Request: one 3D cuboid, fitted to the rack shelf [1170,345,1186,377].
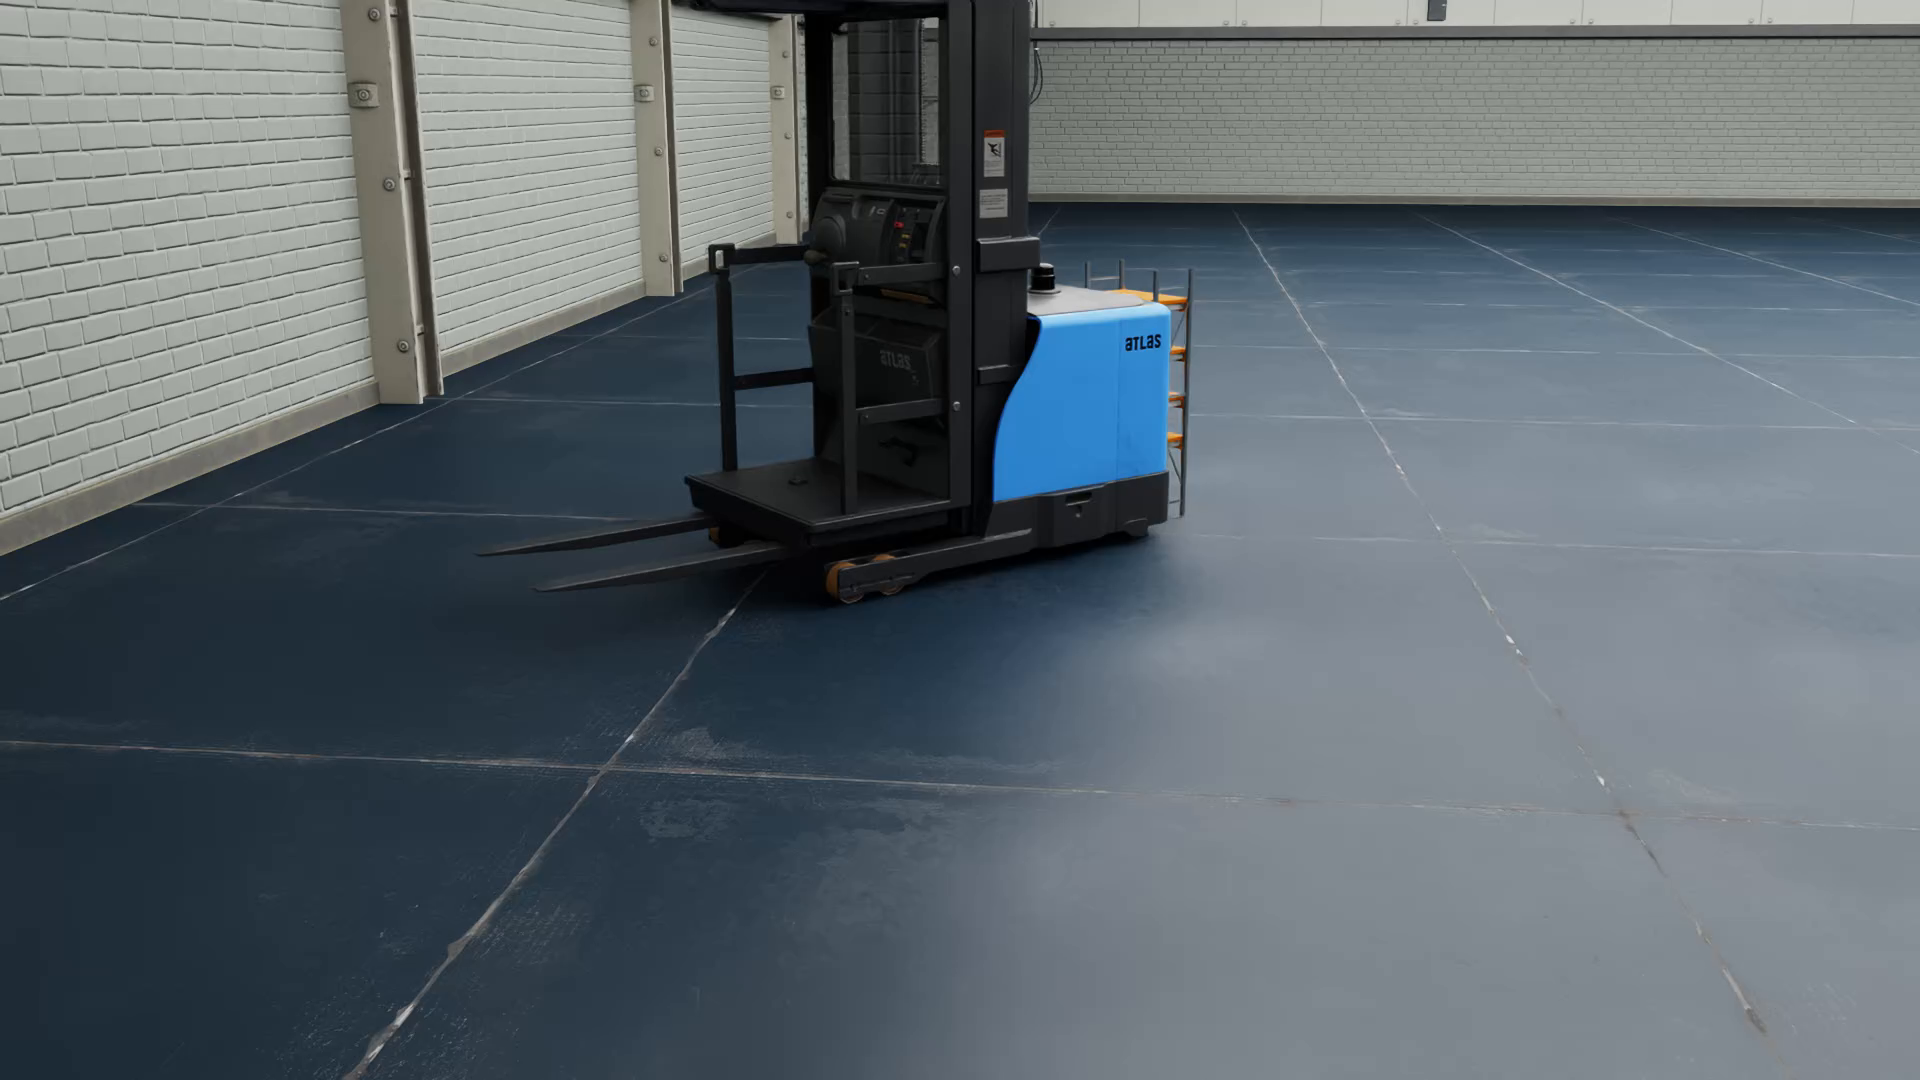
[{"bbox_3d":[0.848,-0.877,8.008,0.258,0.148,0.480,-11,18,-35],"label":"rack shelf"}]

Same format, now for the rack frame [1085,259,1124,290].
[{"bbox_3d":[0.704,-0.778,8.238,0.240,1.200,0.015,-11,18,-35],"label":"rack frame"}]

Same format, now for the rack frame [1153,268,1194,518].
[{"bbox_3d":[0.992,-0.675,7.858,0.240,1.200,0.015,-11,18,-35],"label":"rack frame"}]

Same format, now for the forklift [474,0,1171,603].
[{"bbox_3d":[-0.523,-1.315,6.911,3.031,2.935,1.130,-11,19,-35],"label":"forklift"}]

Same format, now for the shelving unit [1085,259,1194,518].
[{"bbox_3d":[0.848,-0.726,8.048,0.258,1.200,0.503,-11,18,-35],"label":"shelving unit"}]

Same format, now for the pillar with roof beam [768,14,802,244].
[{"bbox_3d":[1.932,-8.284,21.059,9.100,9.000,0.400,2,15,6],"label":"pillar with roof beam"}]

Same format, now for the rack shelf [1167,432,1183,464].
[{"bbox_3d":[0.847,-0.470,8.117,0.258,0.148,0.480,-11,18,-35],"label":"rack shelf"}]

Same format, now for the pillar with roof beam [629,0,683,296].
[{"bbox_3d":[1.255,-6.728,15.304,9.100,9.000,0.400,2,15,6],"label":"pillar with roof beam"}]

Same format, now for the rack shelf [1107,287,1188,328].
[{"bbox_3d":[0.848,-1.106,7.946,0.258,0.148,0.480,-11,18,-35],"label":"rack shelf"}]

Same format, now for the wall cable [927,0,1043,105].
[{"bbox_3d":[-0.023,-9.193,30.370,3.097,2.526,0.112,2,15,6],"label":"wall cable"}]

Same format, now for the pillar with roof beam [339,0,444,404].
[{"bbox_3d":[0.578,-5.172,9.549,9.100,9.000,0.400,2,15,6],"label":"pillar with roof beam"}]

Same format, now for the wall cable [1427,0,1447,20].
[{"bbox_3d":[9.408,-12.050,28.471,2.305,6.003,0.169,2,15,6],"label":"wall cable"}]

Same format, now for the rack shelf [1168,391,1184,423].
[{"bbox_3d":[0.847,-0.661,8.066,0.258,0.148,0.480,-11,18,-35],"label":"rack shelf"}]
